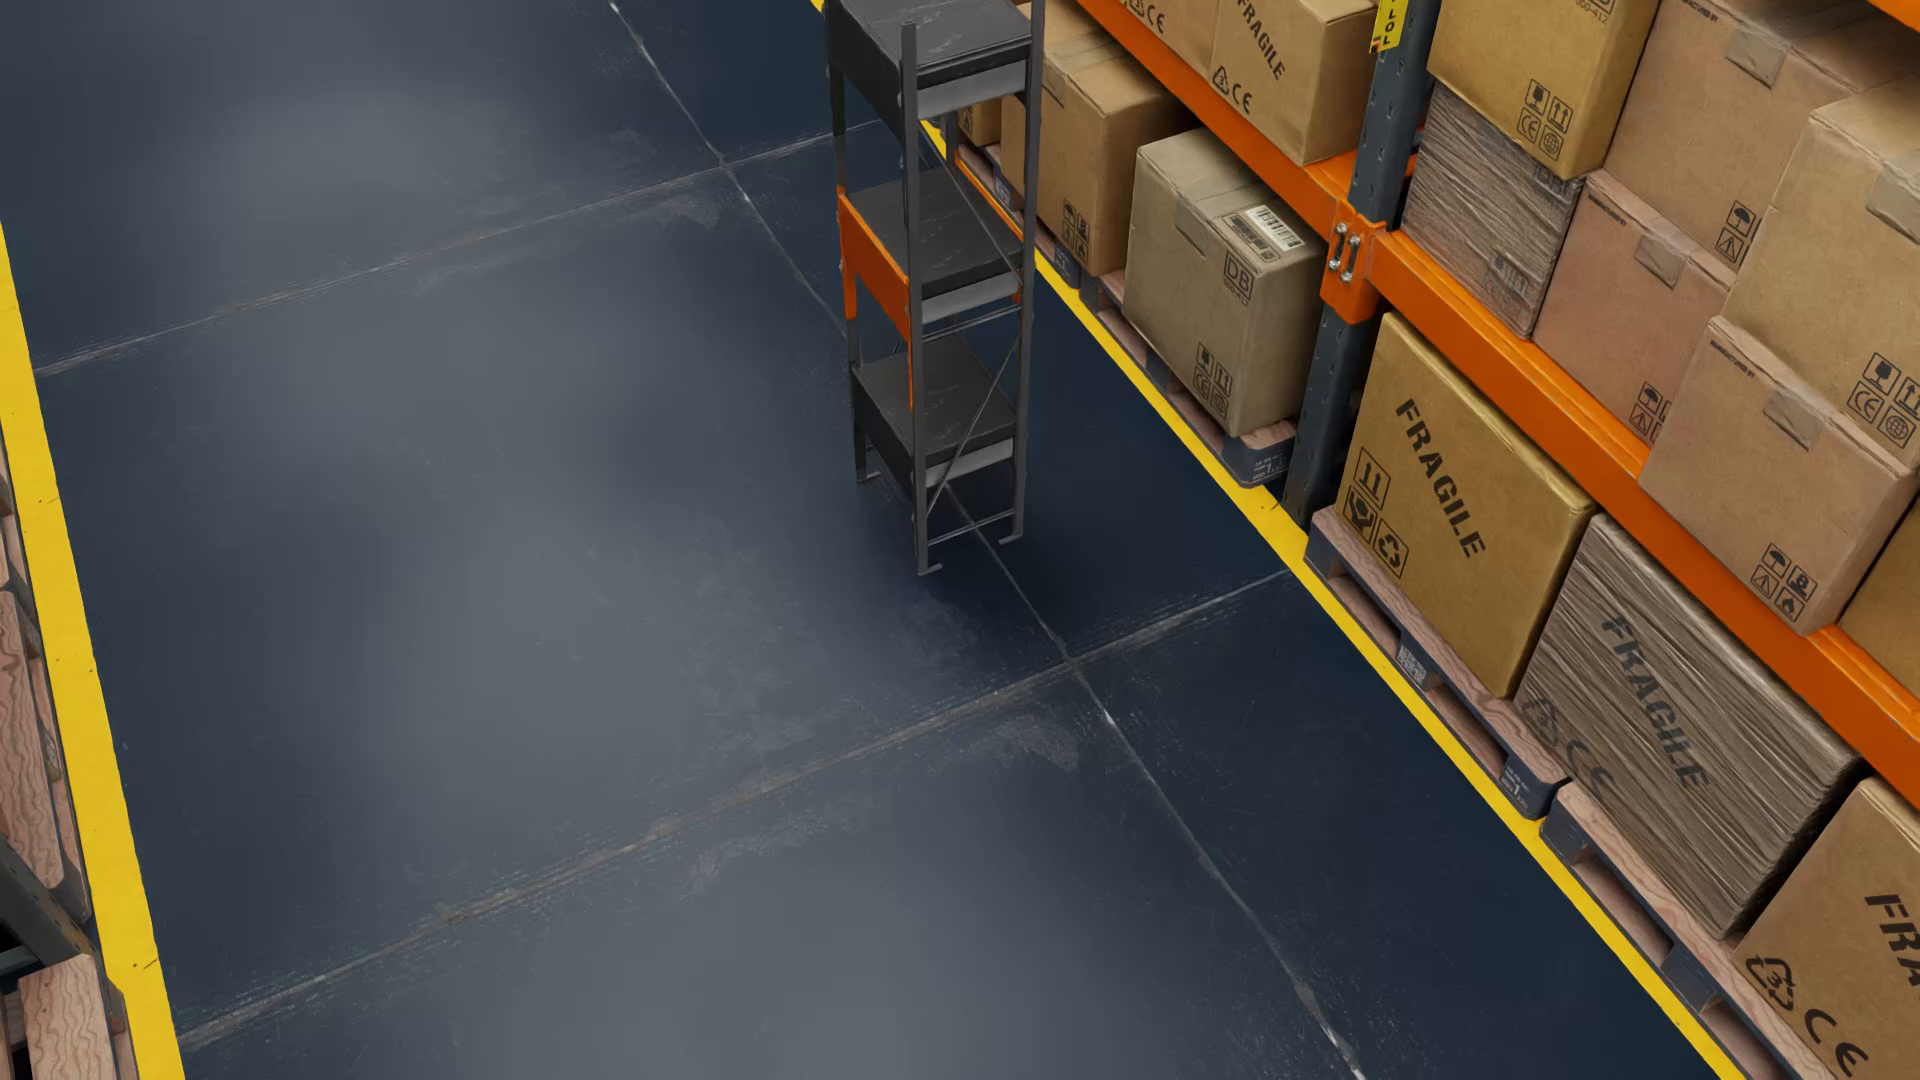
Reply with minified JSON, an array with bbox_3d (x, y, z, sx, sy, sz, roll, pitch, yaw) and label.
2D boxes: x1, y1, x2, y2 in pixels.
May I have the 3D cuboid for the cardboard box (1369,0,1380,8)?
[{"bbox_3d":[1.367,-1.934,4.718,0.700,0.500,0.500,-22,52,-18],"label":"cardboard box"}]

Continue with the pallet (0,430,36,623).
[{"bbox_3d":[-3.777,-0.021,5.628,1.003,0.211,1.213,-21,52,-18],"label":"pallet"}]

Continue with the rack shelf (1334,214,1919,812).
[{"bbox_3d":[2.515,0.334,3.943,1.077,0.370,4.000,-21,52,-18],"label":"rack shelf"}]

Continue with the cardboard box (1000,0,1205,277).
[{"bbox_3d":[0.798,-1.670,6.434,1.050,0.750,0.750,-21,52,-18],"label":"cardboard box"}]

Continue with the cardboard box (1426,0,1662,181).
[{"bbox_3d":[1.738,-1.388,4.154,0.875,0.550,0.550,-21,52,-18],"label":"cardboard box"}]

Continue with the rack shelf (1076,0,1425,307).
[{"bbox_3d":[0.685,-2.343,6.285,1.077,0.370,4.000,-21,52,-18],"label":"rack shelf"}]

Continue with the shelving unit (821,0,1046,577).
[{"bbox_3d":[-0.076,-0.802,5.057,0.431,2.100,0.503,-21,52,-18],"label":"shelving unit"}]

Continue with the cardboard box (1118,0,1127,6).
[{"bbox_3d":[0.661,-2.208,5.622,0.500,0.500,0.500,-21,52,-17],"label":"cardboard box"}]

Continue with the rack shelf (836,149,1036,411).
[{"bbox_3d":[-0.076,-0.793,5.067,0.431,0.518,0.480,-21,52,-18],"label":"rack shelf"}]

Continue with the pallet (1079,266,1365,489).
[{"bbox_3d":[1.180,-0.814,6.322,1.003,0.211,1.213,-21,52,-18],"label":"pallet"}]

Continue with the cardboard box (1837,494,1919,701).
[{"bbox_3d":[2.525,0.034,3.627,0.875,0.550,0.500,-21,52,-18],"label":"cardboard box"}]

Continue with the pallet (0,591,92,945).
[{"bbox_3d":[-3.214,0.797,4.913,1.003,0.211,1.213,-21,52,-18],"label":"pallet"}]

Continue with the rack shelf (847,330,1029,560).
[{"bbox_3d":[-0.076,-0.332,5.594,0.431,0.518,0.480,-21,52,-18],"label":"rack shelf"}]

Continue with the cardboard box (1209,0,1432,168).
[{"bbox_3d":[1.123,-1.532,5.030,0.500,0.500,0.500,-21,52,-18],"label":"cardboard box"}]

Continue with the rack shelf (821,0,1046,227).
[{"bbox_3d":[-0.076,-1.254,4.540,0.431,0.518,0.480,-21,52,-18],"label":"rack shelf"}]

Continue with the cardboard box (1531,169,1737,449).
[{"bbox_3d":[2.051,-0.688,4.259,0.875,0.550,0.550,-21,52,-18],"label":"cardboard box"}]

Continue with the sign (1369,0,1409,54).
[{"bbox_3d":[1.122,-1.403,4.268,0.100,0.325,0.005,-21,52,-18],"label":"sign"}]

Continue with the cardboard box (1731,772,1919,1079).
[{"bbox_3d":[2.657,0.978,4.035,0.875,0.875,0.875,-22,52,-18],"label":"cardboard box"}]

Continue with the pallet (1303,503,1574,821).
[{"bbox_3d":[1.878,0.212,5.424,1.003,0.211,1.213,-21,52,-18],"label":"pallet"}]

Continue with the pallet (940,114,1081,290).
[{"bbox_3d":[0.617,-1.631,7.037,1.003,0.211,1.213,-21,52,-18],"label":"pallet"}]

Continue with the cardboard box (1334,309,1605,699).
[{"bbox_3d":[1.825,-0.235,5.095,0.875,0.875,0.875,-20,52,-17],"label":"cardboard box"}]

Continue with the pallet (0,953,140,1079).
[{"bbox_3d":[-2.518,1.755,4.075,1.003,0.211,1.213,-21,52,-18],"label":"pallet"}]

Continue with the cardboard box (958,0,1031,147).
[{"bbox_3d":[0.371,-2.294,6.979,1.050,0.750,0.750,-20,52,-17],"label":"cardboard box"}]

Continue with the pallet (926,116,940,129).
[{"bbox_3d":[0.063,-2.447,7.750,1.003,0.211,1.213,-21,52,-18],"label":"pallet"}]

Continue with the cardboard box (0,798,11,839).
[{"bbox_3d":[-3.119,0.659,4.549,0.700,0.500,0.500,-25,53,-20],"label":"cardboard box"}]

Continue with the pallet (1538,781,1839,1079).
[{"bbox_3d":[2.440,1.030,4.709,1.003,0.211,1.213,-21,52,-18],"label":"pallet"}]

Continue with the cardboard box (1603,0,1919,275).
[{"bbox_3d":[2.093,-1.059,3.867,0.875,0.550,0.550,-21,52,-18],"label":"cardboard box"}]

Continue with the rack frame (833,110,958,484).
[{"bbox_3d":[-0.187,-0.965,5.199,0.400,2.100,0.015,-21,52,-18],"label":"rack frame"}]

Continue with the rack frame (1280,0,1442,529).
[{"bbox_3d":[1.600,-1.241,4.843,1.000,3.000,0.127,-21,52,-18],"label":"rack frame"}]

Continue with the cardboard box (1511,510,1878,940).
[{"bbox_3d":[2.241,0.367,4.569,0.875,0.875,0.875,-21,52,-17],"label":"cardboard box"}]

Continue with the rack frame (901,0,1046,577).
[{"bbox_3d":[0.036,-0.639,4.914,0.400,2.100,0.015,-21,52,-18],"label":"rack frame"}]

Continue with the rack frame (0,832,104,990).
[{"bbox_3d":[-2.857,0.399,3.408,1.000,3.000,0.127,-21,52,-18],"label":"rack frame"}]

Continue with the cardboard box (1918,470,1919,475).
[{"bbox_3d":[2.467,-0.299,3.201,0.875,0.550,0.500,-21,52,-18],"label":"cardboard box"}]

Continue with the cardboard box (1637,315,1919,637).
[{"bbox_3d":[2.193,-0.286,3.907,0.875,0.550,0.550,-21,52,-18],"label":"cardboard box"}]

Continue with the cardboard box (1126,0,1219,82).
[{"bbox_3d":[0.892,-1.870,5.326,0.500,0.500,0.500,-22,52,-18],"label":"cardboard box"}]

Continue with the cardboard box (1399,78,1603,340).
[{"bbox_3d":[1.779,-1.048,4.574,0.875,0.550,0.550,-21,52,-18],"label":"cardboard box"}]

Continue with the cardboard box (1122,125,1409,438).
[{"bbox_3d":[1.236,-1.024,5.868,1.050,0.750,0.750,-21,52,-18],"label":"cardboard box"}]

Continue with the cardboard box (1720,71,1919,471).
[{"bbox_3d":[2.218,-0.651,3.509,0.875,0.550,0.550,-21,52,-18],"label":"cardboard box"}]
